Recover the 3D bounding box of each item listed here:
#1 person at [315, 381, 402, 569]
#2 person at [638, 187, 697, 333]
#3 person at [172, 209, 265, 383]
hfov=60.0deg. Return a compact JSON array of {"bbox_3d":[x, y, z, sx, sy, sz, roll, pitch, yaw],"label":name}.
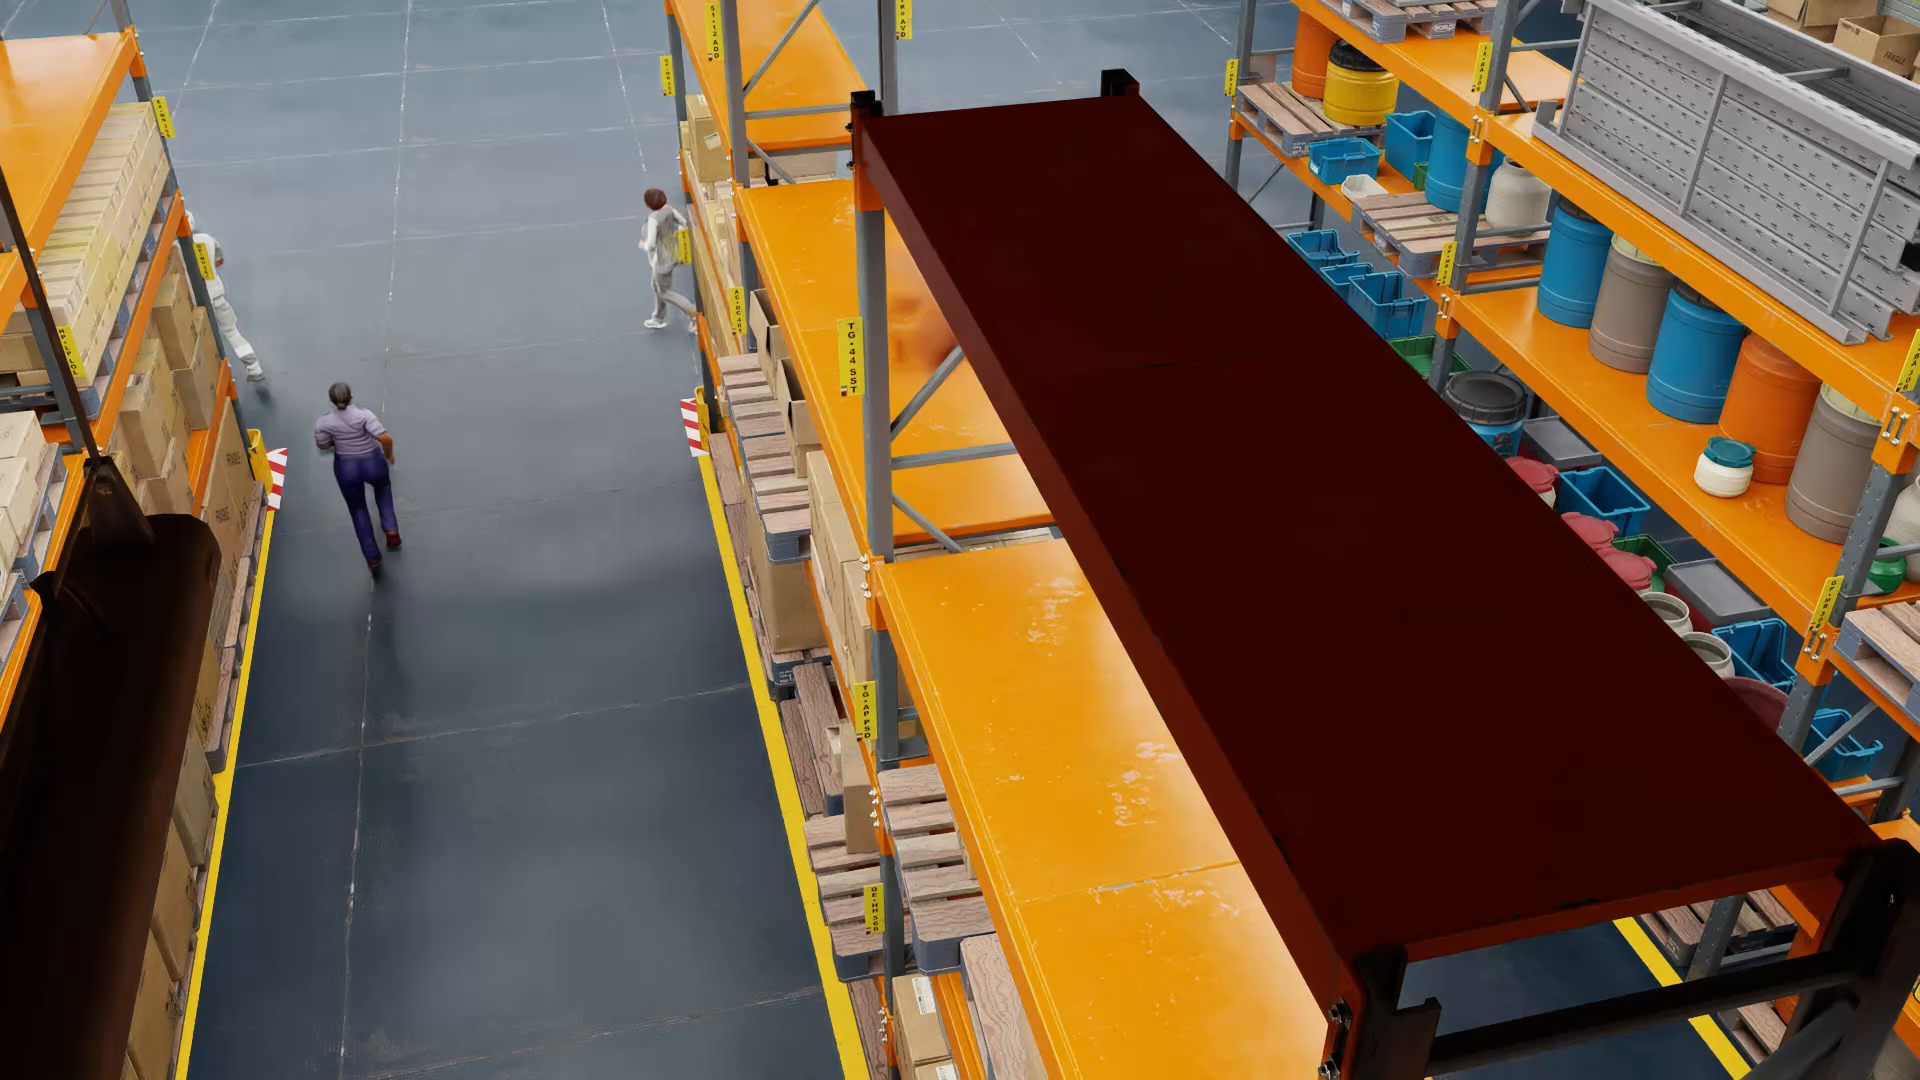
[{"bbox_3d":[-4.852,-0.572,13.489,0.577,1.660,0.672,-12,36,-17],"label":"person"},{"bbox_3d":[-2.952,-2.795,16.771,0.786,1.599,0.559,11,36,16],"label":"person"},{"bbox_3d":[-7.194,-2.271,15.830,0.908,1.817,0.676,25,42,32],"label":"person"}]
